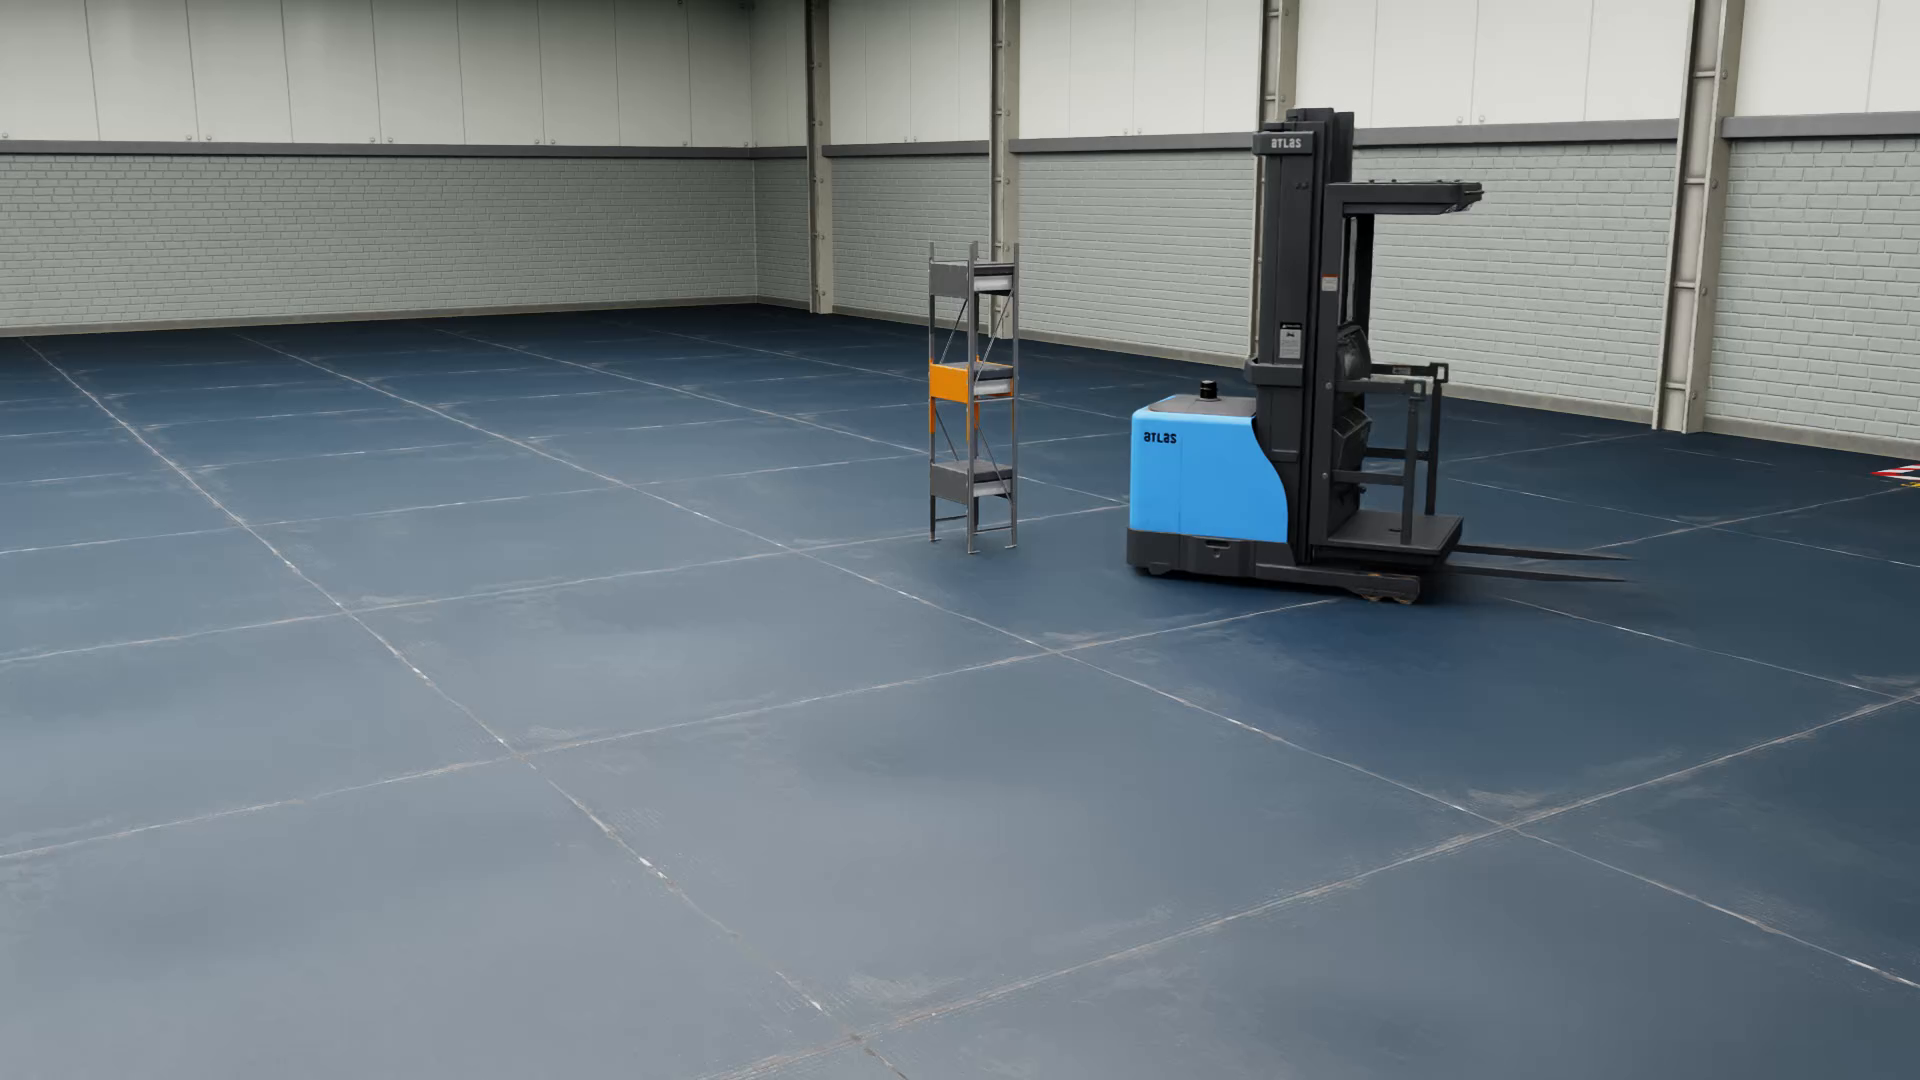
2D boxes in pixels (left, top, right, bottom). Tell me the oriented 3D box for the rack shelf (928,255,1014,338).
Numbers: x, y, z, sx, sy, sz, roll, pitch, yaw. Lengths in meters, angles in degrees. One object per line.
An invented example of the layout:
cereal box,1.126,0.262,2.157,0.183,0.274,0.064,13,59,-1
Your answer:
rack shelf,0.092,-1.667,11.356,0.431,0.518,0.480,-8,15,-33

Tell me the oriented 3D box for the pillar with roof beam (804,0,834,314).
pillar with roof beam,-6.214,-8.215,28.363,9.100,9.000,0.400,-8,15,-33

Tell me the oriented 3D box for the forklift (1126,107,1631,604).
forklift,2.649,-1.172,10.362,3.031,2.935,1.130,5,13,23

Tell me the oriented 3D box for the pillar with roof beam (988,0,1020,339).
pillar with roof beam,-2.889,-7.148,23.484,9.100,9.000,0.400,-8,15,-33

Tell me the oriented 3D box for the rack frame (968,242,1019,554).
rack frame,0.227,-0.953,11.304,0.400,2.100,0.015,-8,15,-33

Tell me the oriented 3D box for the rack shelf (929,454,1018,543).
rack shelf,0.092,-0.299,11.655,0.431,0.518,0.480,-8,15,-33

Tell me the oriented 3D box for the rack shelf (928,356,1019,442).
rack shelf,0.092,-0.983,11.506,0.431,0.518,0.480,-8,15,-33

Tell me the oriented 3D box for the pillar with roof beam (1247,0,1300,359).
pillar with roof beam,0.435,-6.081,18.604,9.100,9.000,0.400,-8,15,-33

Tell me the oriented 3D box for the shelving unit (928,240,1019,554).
shelving unit,0.092,-0.996,11.503,0.431,2.100,0.503,-8,15,-33

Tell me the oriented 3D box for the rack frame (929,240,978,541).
rack frame,-0.043,-1.040,11.701,0.400,2.100,0.015,-8,15,-33

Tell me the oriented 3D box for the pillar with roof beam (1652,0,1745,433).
pillar with roof beam,3.759,-5.014,13.724,9.100,9.000,0.400,-8,15,-33
